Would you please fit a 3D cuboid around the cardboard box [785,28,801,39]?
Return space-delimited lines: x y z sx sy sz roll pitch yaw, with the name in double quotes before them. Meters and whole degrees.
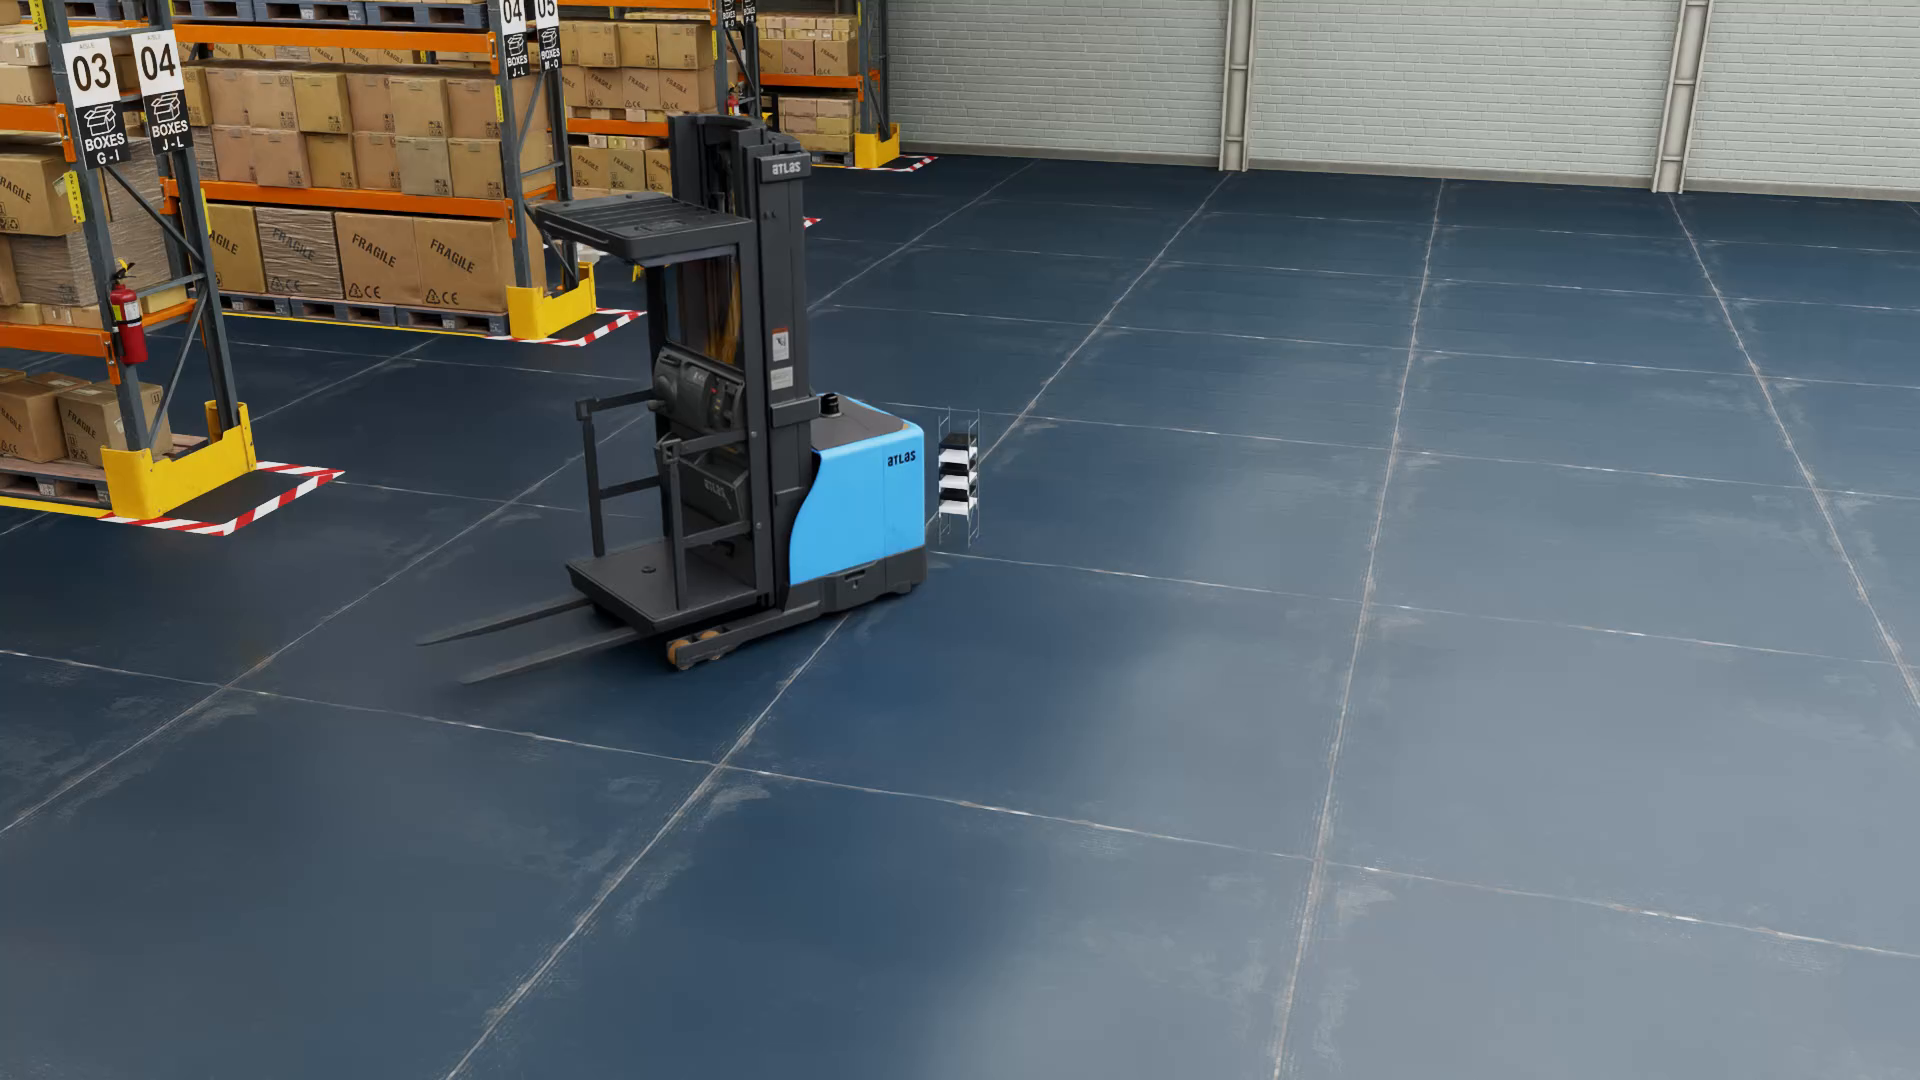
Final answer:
"cardboard box" -2.408 -7.530 24.687 0.250 0.149 0.380 6 23 15

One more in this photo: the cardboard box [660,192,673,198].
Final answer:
"cardboard box" -3.582 -4.260 20.772 0.500 0.250 0.500 6 23 15

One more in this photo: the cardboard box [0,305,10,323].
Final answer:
"cardboard box" -6.631 -1.653 11.678 0.250 0.149 0.380 7 23 16

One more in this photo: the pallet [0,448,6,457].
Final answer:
"pallet" -7.575 -0.698 12.693 1.213 0.211 1.003 7 23 16

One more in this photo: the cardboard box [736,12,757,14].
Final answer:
"cardboard box" -3.264 -7.954 25.330 0.250 0.149 0.380 7 23 17

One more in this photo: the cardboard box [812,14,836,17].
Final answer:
"cardboard box" -2.035 -7.811 24.981 0.250 0.149 0.380 7 23 17

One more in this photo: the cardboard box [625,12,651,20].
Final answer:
"cardboard box" -4.887 -7.928 25.266 0.250 0.149 0.380 7 23 17

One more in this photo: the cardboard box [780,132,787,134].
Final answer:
"cardboard box" -2.768 -6.123 25.314 0.500 0.250 0.500 7 23 16

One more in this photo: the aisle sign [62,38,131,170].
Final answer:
"aisle sign" -5.597 -2.830 10.792 0.004 0.787 0.394 7 23 16

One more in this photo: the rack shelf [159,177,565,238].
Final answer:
"rack shelf" -5.955 -3.421 16.605 4.000 0.370 1.077 7 23 16

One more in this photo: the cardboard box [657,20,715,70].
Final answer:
"cardboard box" -3.260 -5.967 20.024 0.500 0.500 0.700 6 23 14

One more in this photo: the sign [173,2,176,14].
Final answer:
"sign" -12.915 -8.666 27.303 0.005 0.325 0.100 7 23 16

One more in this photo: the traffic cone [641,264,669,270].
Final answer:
"traffic cone" -3.487 -3.308 18.725 0.334 0.463 0.336 7 23 16

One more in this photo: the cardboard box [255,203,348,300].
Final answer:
"cardboard box" -6.424 -2.992 16.859 0.875 0.875 0.875 7 23 16

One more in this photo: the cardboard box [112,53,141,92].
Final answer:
"cardboard box" -5.957 -3.209 11.385 0.500 0.250 0.500 7 23 17

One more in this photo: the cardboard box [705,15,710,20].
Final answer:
"cardboard box" -3.631 -7.815 24.992 0.250 0.149 0.380 6 23 15

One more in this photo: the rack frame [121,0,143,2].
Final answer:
"rack frame" -7.870 -6.749 15.865 0.127 3.000 1.000 7 23 16

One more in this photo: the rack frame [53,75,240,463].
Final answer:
"rack frame" -5.570 -1.743 11.568 0.127 3.000 1.000 7 23 16

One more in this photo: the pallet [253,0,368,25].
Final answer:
"pallet" -5.926 -5.092 15.895 1.213 0.211 1.003 7 23 16

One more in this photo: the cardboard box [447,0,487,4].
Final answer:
"cardboard box" -4.457 -4.960 15.102 0.250 0.149 0.380 6 23 15

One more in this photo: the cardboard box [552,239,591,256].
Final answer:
"cardboard box" -4.545 -3.435 19.447 0.380 0.149 0.250 -20 29 -39

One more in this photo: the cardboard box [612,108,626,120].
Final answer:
"cardboard box" -4.101 -5.311 20.596 0.250 0.149 0.380 7 23 16

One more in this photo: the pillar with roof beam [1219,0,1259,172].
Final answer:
"pillar with roof beam" 2.817 -8.105 19.172 0.400 9.000 9.100 7 23 16

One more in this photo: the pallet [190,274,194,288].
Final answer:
"pallet" -8.631 -2.740 17.672 1.213 0.211 1.003 7 23 16

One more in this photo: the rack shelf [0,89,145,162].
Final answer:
"rack shelf" -7.485 -3.018 11.670 4.000 0.370 1.077 7 23 16

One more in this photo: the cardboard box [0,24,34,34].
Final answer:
"cardboard box" -6.505 -3.463 11.479 0.250 0.149 0.380 7 23 18

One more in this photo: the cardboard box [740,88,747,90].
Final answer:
"cardboard box" -3.610 -6.877 25.835 0.500 0.250 0.500 7 23 16

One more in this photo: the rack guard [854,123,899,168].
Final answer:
"rack guard" -1.254 -5.989 25.211 0.348 0.500 1.175 7 23 16

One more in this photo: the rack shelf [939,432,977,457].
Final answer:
"rack shelf" -0.008 -0.636 11.012 0.200 0.077 0.258 7 23 16

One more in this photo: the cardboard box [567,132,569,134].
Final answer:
"cardboard box" -5.406 -5.029 21.660 0.500 0.500 0.500 7 23 16

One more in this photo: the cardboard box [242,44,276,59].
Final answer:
"cardboard box" -8.991 -6.355 21.734 0.500 0.500 0.500 7 23 16

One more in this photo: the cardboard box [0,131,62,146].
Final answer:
"cardboard box" -6.495 -2.607 11.831 0.500 0.500 0.500 7 23 16

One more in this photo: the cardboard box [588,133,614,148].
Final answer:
"cardboard box" -4.412 -4.980 20.686 0.250 0.149 0.380 8 23 18

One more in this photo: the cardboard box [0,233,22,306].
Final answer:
"cardboard box" -6.602 -2.009 11.691 0.500 0.500 0.875 7 23 16

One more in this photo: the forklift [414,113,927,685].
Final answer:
"forklift" -1.671 -0.844 9.466 3.031 2.935 1.130 -17 28 -36

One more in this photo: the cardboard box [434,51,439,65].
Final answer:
"cardboard box" -6.903 -6.316 21.639 0.500 0.500 0.500 7 23 17

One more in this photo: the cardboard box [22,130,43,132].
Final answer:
"cardboard box" -9.415 -4.090 17.157 0.500 0.500 0.500 7 23 16

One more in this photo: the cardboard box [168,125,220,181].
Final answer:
"cardboard box" -7.513 -4.006 16.887 0.550 0.550 0.875 7 23 16

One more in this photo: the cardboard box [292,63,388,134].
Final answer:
"cardboard box" -5.980 -4.307 16.196 0.500 0.550 0.875 7 23 16

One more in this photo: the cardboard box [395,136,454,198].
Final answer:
"cardboard box" -4.942 -3.680 16.092 0.550 0.550 0.875 7 23 16

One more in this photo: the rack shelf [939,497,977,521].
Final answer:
"rack shelf" -0.008 -0.220 11.182 0.200 0.077 0.258 7 23 16

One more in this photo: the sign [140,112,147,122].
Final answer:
"sign" -8.018 -4.274 16.315 0.005 0.325 0.100 7 23 16

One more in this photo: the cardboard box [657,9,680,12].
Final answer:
"cardboard box" -4.486 -8.103 25.692 0.250 0.149 0.380 6 23 14

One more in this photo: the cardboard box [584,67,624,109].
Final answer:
"cardboard box" -4.263 -5.600 20.446 0.500 0.500 0.500 6 23 15

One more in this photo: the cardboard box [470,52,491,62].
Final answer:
"cardboard box" -5.696 -6.238 20.684 0.500 0.500 0.700 7 23 16

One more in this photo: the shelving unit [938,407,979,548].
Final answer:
"shelving unit" -0.008 -0.417 11.101 0.210 0.900 0.258 7 23 16

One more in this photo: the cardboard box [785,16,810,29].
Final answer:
"cardboard box" -2.401 -7.683 24.670 0.250 0.149 0.380 7 23 16

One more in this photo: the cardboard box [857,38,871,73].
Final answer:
"cardboard box" -1.671 -7.349 25.103 0.500 0.500 0.500 7 23 17

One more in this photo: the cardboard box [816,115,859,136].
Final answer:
"cardboard box" -1.834 -6.241 24.944 0.500 0.250 0.500 6 23 15
